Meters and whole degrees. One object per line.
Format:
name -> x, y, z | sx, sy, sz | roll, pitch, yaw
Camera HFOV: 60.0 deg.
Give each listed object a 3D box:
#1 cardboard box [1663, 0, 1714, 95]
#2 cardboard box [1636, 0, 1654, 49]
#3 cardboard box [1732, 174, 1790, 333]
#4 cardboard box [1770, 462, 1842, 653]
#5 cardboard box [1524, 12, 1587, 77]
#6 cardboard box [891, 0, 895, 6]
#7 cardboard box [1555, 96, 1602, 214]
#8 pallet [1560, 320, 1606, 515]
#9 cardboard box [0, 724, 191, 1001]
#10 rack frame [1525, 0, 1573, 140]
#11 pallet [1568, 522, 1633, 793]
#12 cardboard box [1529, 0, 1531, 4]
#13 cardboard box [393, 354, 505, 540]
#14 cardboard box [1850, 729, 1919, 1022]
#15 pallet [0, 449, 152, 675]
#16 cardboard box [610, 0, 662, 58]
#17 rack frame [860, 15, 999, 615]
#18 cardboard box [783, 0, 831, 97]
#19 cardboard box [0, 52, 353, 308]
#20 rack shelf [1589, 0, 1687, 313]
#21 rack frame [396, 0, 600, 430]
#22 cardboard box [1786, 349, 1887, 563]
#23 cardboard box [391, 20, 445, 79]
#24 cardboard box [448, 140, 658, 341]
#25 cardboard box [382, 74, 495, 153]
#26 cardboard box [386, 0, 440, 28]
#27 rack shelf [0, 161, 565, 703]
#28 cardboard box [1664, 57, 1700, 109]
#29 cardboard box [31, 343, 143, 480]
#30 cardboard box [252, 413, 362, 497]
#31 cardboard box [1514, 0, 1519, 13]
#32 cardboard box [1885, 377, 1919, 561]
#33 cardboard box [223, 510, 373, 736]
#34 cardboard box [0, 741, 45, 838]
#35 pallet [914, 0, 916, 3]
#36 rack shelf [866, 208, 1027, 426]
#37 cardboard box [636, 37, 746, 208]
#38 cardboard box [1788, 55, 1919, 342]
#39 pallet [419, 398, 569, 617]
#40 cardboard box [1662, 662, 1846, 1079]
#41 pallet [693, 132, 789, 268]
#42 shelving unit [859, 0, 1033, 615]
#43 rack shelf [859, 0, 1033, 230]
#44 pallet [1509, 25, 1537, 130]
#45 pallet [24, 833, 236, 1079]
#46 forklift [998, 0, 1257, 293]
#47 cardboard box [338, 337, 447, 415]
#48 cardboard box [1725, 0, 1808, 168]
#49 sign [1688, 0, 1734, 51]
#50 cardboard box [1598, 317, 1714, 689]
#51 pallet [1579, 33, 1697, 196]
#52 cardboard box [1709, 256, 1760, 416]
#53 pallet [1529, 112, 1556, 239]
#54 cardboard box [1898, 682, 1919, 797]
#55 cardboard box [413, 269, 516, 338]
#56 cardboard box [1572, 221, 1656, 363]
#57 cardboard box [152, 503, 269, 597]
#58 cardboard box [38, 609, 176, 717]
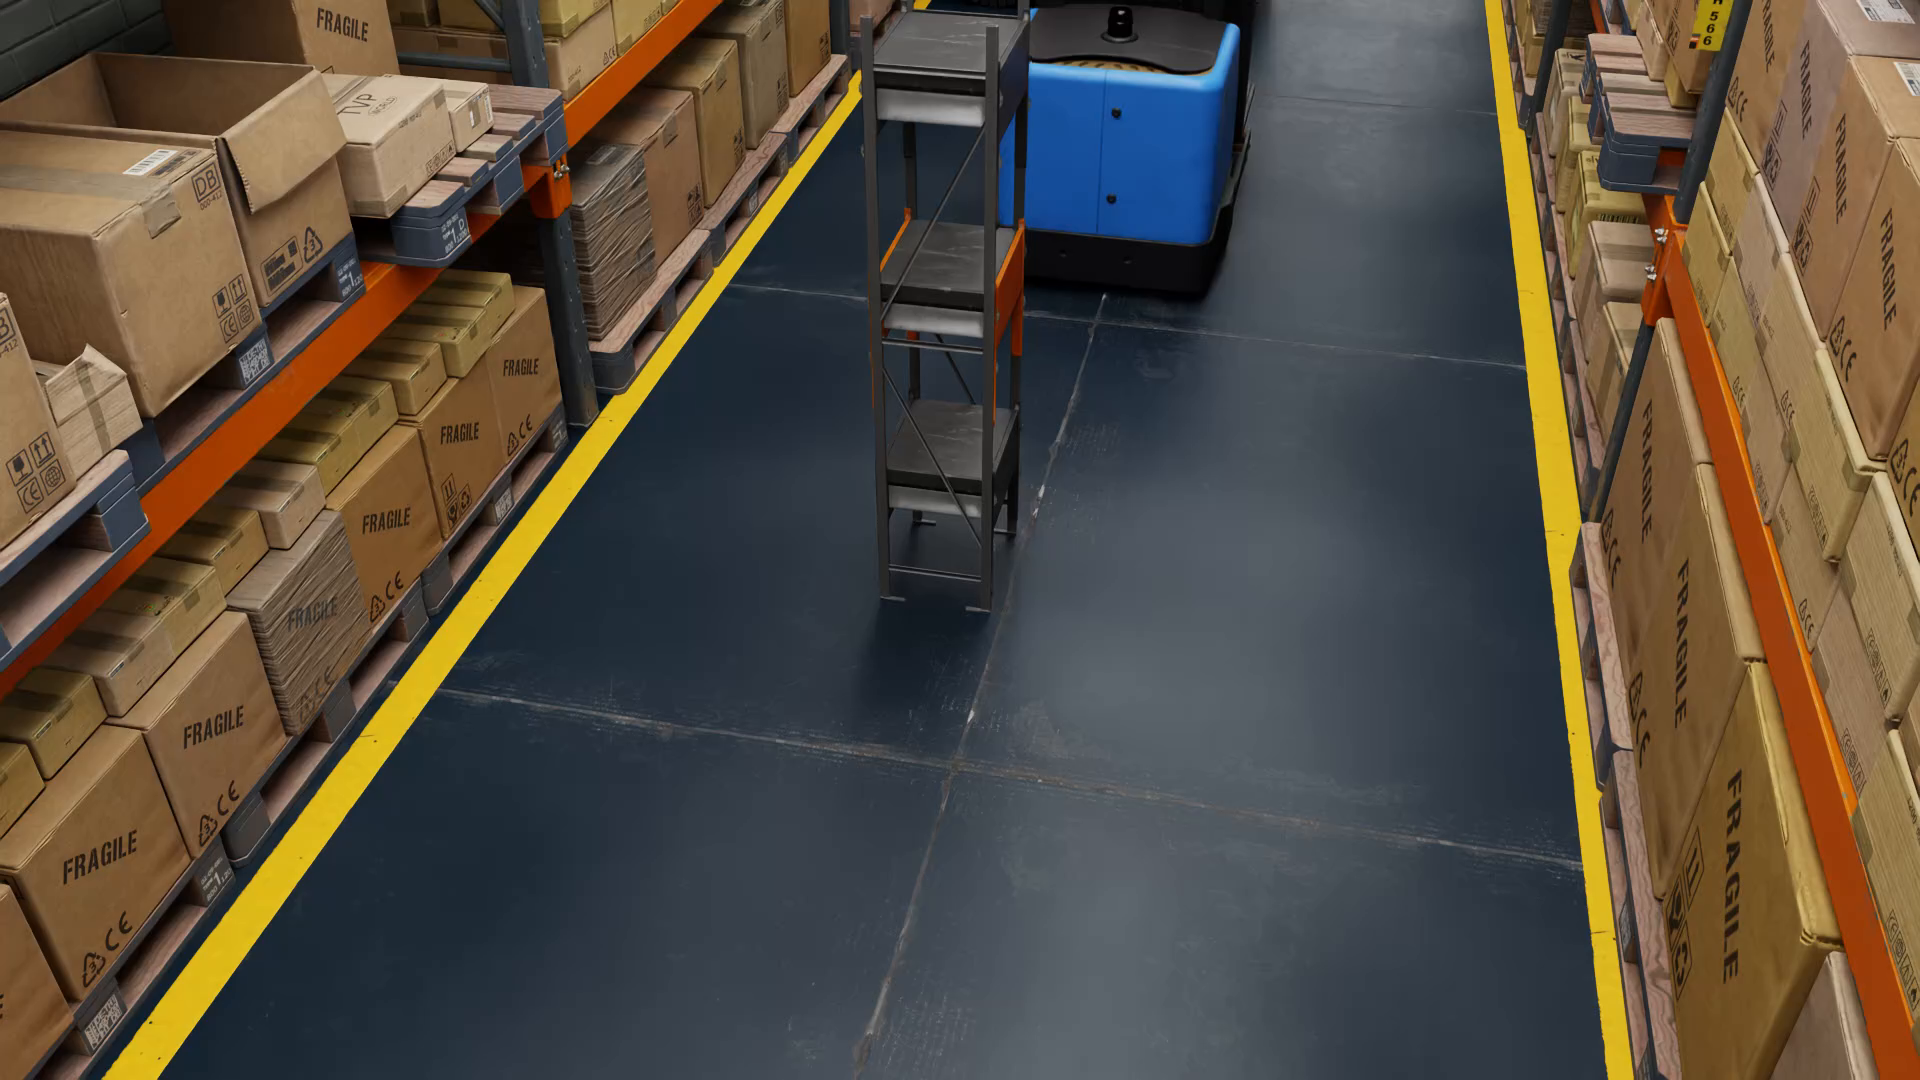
cardboard box -> 2.663, -1.775, 5.447 | 0.500, 0.500, 0.500 | 6, 36, 9
cardboard box -> 2.736, -1.891, 6.159 | 0.380, 0.149, 0.250 | 6, 36, 8
cardboard box -> 2.376, -0.735, 4.410 | 0.500, 0.250, 0.500 | 8, 37, 11
cardboard box -> 2.175, 0.041, 3.765 | 0.500, 0.250, 0.500 | 7, 37, 10
cardboard box -> 3.555, -2.871, 9.641 | 0.500, 0.250, 0.500 | 9, 37, 12
cardboard box -> -0.638, -3.648, 10.712 | 0.500, 0.250, 0.500 | 7, 36, 9
cardboard box -> 3.432, -1.834, 8.106 | 0.950, 0.372, 0.625 | 10, 37, 13
pallet -> 3.006, -0.468, 6.715 | 1.003, 0.211, 1.213 | 7, 37, 10
cardboard box -> -2.440, 0.811, 4.347 | 0.500, 0.500, 0.500 | 7, 36, 9
rack frame -> 3.692, -3.442, 8.443 | 1.000, 3.000, 0.127 | 7, 37, 10
pallet -> 2.595, 0.423, 5.487 | 1.003, 0.211, 1.213 | 7, 37, 10
cardboard box -> 3.663, -3.467, 9.824 | 0.500, 0.500, 0.500 | 8, 37, 11
cardboard box -> -2.010, -0.372, 5.979 | 0.500, 0.500, 0.500 | 7, 36, 9
cardboard box -> 1.942, 0.625, 2.960 | 0.500, 0.250, 0.500 | 7, 36, 9
pallet -> -2.590, 0.158, 3.640 | 1.003, 0.211, 1.213 | 7, 37, 10
cardboard box -> -1.567, -2.220, 6.884 | 0.500, 0.250, 0.500 | 7, 36, 9
rack frame -> -0.087, -0.615, 5.310 | 0.400, 2.100, 0.015 | 7, 37, 10
cardboard box -> -1.259, -2.970, 9.458 | 0.875, 0.625, 0.625 | 9, 37, 12
cardboard box -> -2.181, -1.022, 4.658 | 0.797, 0.503, 0.637 | 7, 36, 9
rack shelf -> 3.264, -2.004, 7.072 | 1.077, 0.370, 4.000 | 7, 37, 10
rack frame -> -2.013, -1.769, 6.135 | 1.000, 3.000, 0.127 | 7, 37, 10
cardboard box -> 2.137, -0.161, 3.619 | 0.500, 0.250, 0.500 | 8, 37, 11
cardboard box -> -2.167, -1.998, 6.578 | 0.500, 0.250, 0.500 | 7, 36, 9
cardboard box -> -1.866, -1.333, 7.199 | 0.875, 0.625, 0.625 | 8, 37, 11
cardboard box -> -1.778, -1.412, 5.499 | 0.380, 0.149, 0.250 | 8, 37, 11
cardboard box -> -2.188, -2.203, 6.435 | 0.500, 0.250, 0.500 | 8, 37, 11
rack shelf -> -2.440, -0.331, 4.764 | 1.077, 0.370, 4.000 | 7, 37, 10
cardboard box -> 2.664, -1.597, 5.754 | 0.380, 0.149, 0.250 | 8, 37, 11
cardboard box -> -2.195, -0.340, 3.919 | 0.396, 0.266, 0.258 | 9, 37, 12
cardboard box -> -2.152, -0.280, 5.300 | 0.380, 0.149, 0.250 | 7, 36, 9
cardboard box -> 3.772, -3.469, 10.465 | 0.500, 0.250, 0.500 | 8, 37, 11
cardboard box -> 2.064, -0.174, 2.997 | 0.500, 0.500, 0.500 | 8, 37, 11
cardboard box -> -2.212, 0.229, 5.151 | 0.500, 0.500, 0.500 | 6, 36, 8
cardboard box -> -2.503, 0.614, 4.066 | 0.380, 0.149, 0.250 | 6, 36, 8
pallet -> -0.689, -4.085, 11.707 | 1.003, 0.211, 1.213 | 7, 37, 10
rack shelf -> -0.035, -0.744, 5.511 | 0.431, 0.518, 0.480 | 7, 37, 10
cardboard box -> -1.591, -2.095, 8.250 | 0.875, 0.625, 0.625 | 6, 36, 8
cardboard box -> 2.271, -0.762, 3.808 | 0.500, 0.500, 0.500 | 8, 37, 11
pallet -> -2.209, -0.216, 6.369 | 1.003, 0.211, 1.213 | 7, 37, 10
cardboard box -> 2.222, 0.950, 3.835 | 0.875, 0.875, 0.875 | 8, 37, 11
pallet -> -1.536, -1.804, 8.559 | 1.003, 0.211, 1.213 | 7, 37, 10
shelving unit -> -0.035, -0.755, 5.503 | 0.431, 2.100, 0.503 | 7, 37, 10
rack shelf -> -0.035, -1.311, 5.100 | 0.431, 0.518, 0.480 | 7, 37, 10
pallet -> 3.800, -2.702, 9.799 | 1.003, 0.211, 1.213 | 7, 37, 10
pallet -> -2.730, 1.182, 4.439 | 1.003, 0.211, 1.213 | 7, 37, 10
forklift -> 0.977, -3.198, 8.164 | 1.130, 2.935, 3.031 | 8, 37, 11
cardboard box -> -1.998, -0.569, 5.698 | 0.380, 0.149, 0.250 | 6, 36, 8
cardboard box -> 2.493, -1.342, 4.608 | 0.500, 0.500, 0.500 | 6, 36, 8
sign -> 2.305, -1.648, 5.049 | 0.100, 0.325, 0.005 | 7, 37, 10
cardboard box -> 2.609, -0.073, 5.247 | 0.875, 0.875, 0.875 | 7, 37, 10
pallet -> 2.885, -1.493, 5.917 | 1.213, 0.211, 1.003 | 7, 37, 10
cardboard box -> 2.394, -0.542, 4.570 | 0.500, 0.250, 0.500 | 6, 36, 9
pallet -> 3.527, -1.866, 8.645 | 1.003, 0.211, 1.213 | 7, 37, 10
cardboard box -> 1.939, 0.432, 2.800 | 0.500, 0.250, 0.500 | 8, 37, 11
cardboard box -> -1.871, -0.875, 6.120 | 0.380, 0.149, 0.250 | 6, 36, 8
cardboard box -> 3.117, -1.002, 6.957 | 0.950, 0.372, 0.625 | 7, 36, 9
cardboard box -> -2.284, 0.017, 4.890 | 0.380, 0.149, 0.250 | 7, 37, 10
cardboard box -> -2.368, 0.317, 4.476 | 0.380, 0.149, 0.250 | 7, 37, 10
